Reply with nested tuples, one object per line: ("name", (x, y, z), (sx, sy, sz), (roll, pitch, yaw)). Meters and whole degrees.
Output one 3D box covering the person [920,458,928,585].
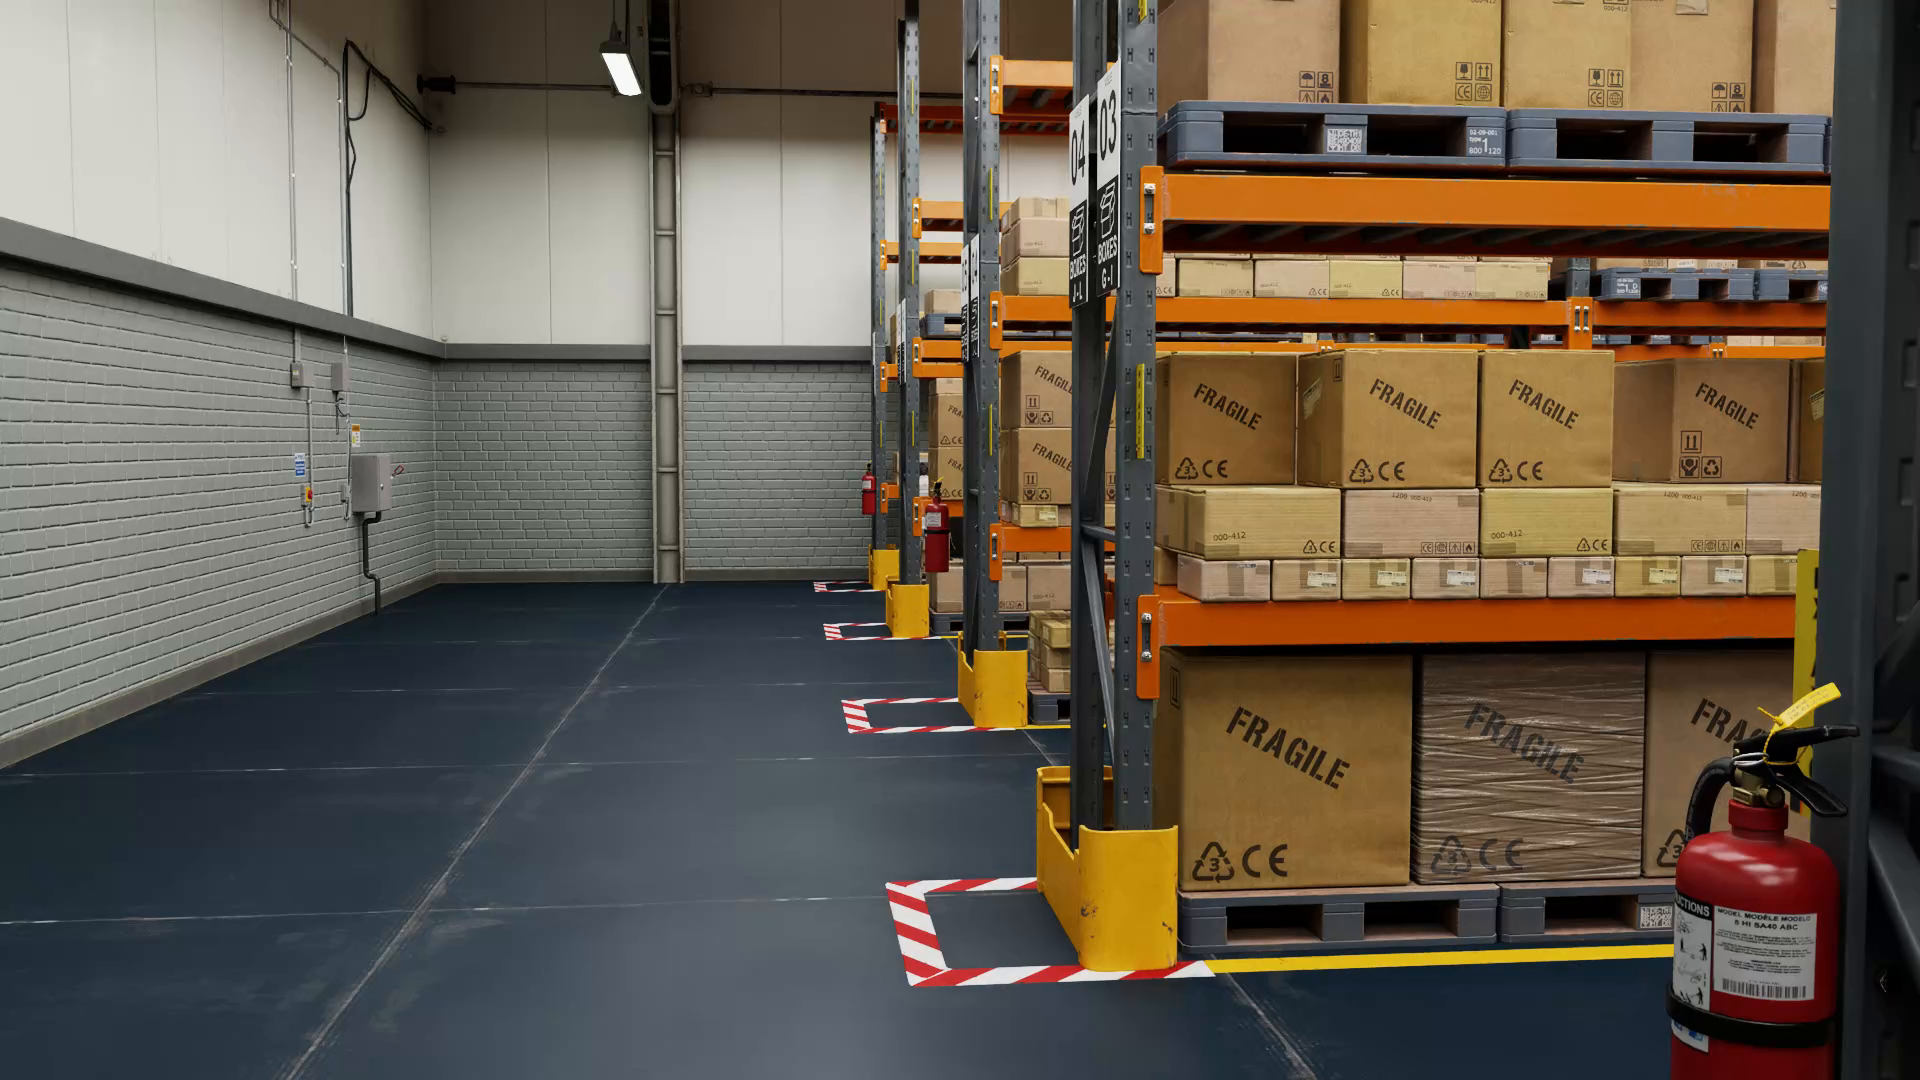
("person", (-0.404, -0.105, 18.951), (0.539, 1.663, 0.377), (0, 4, -8))
